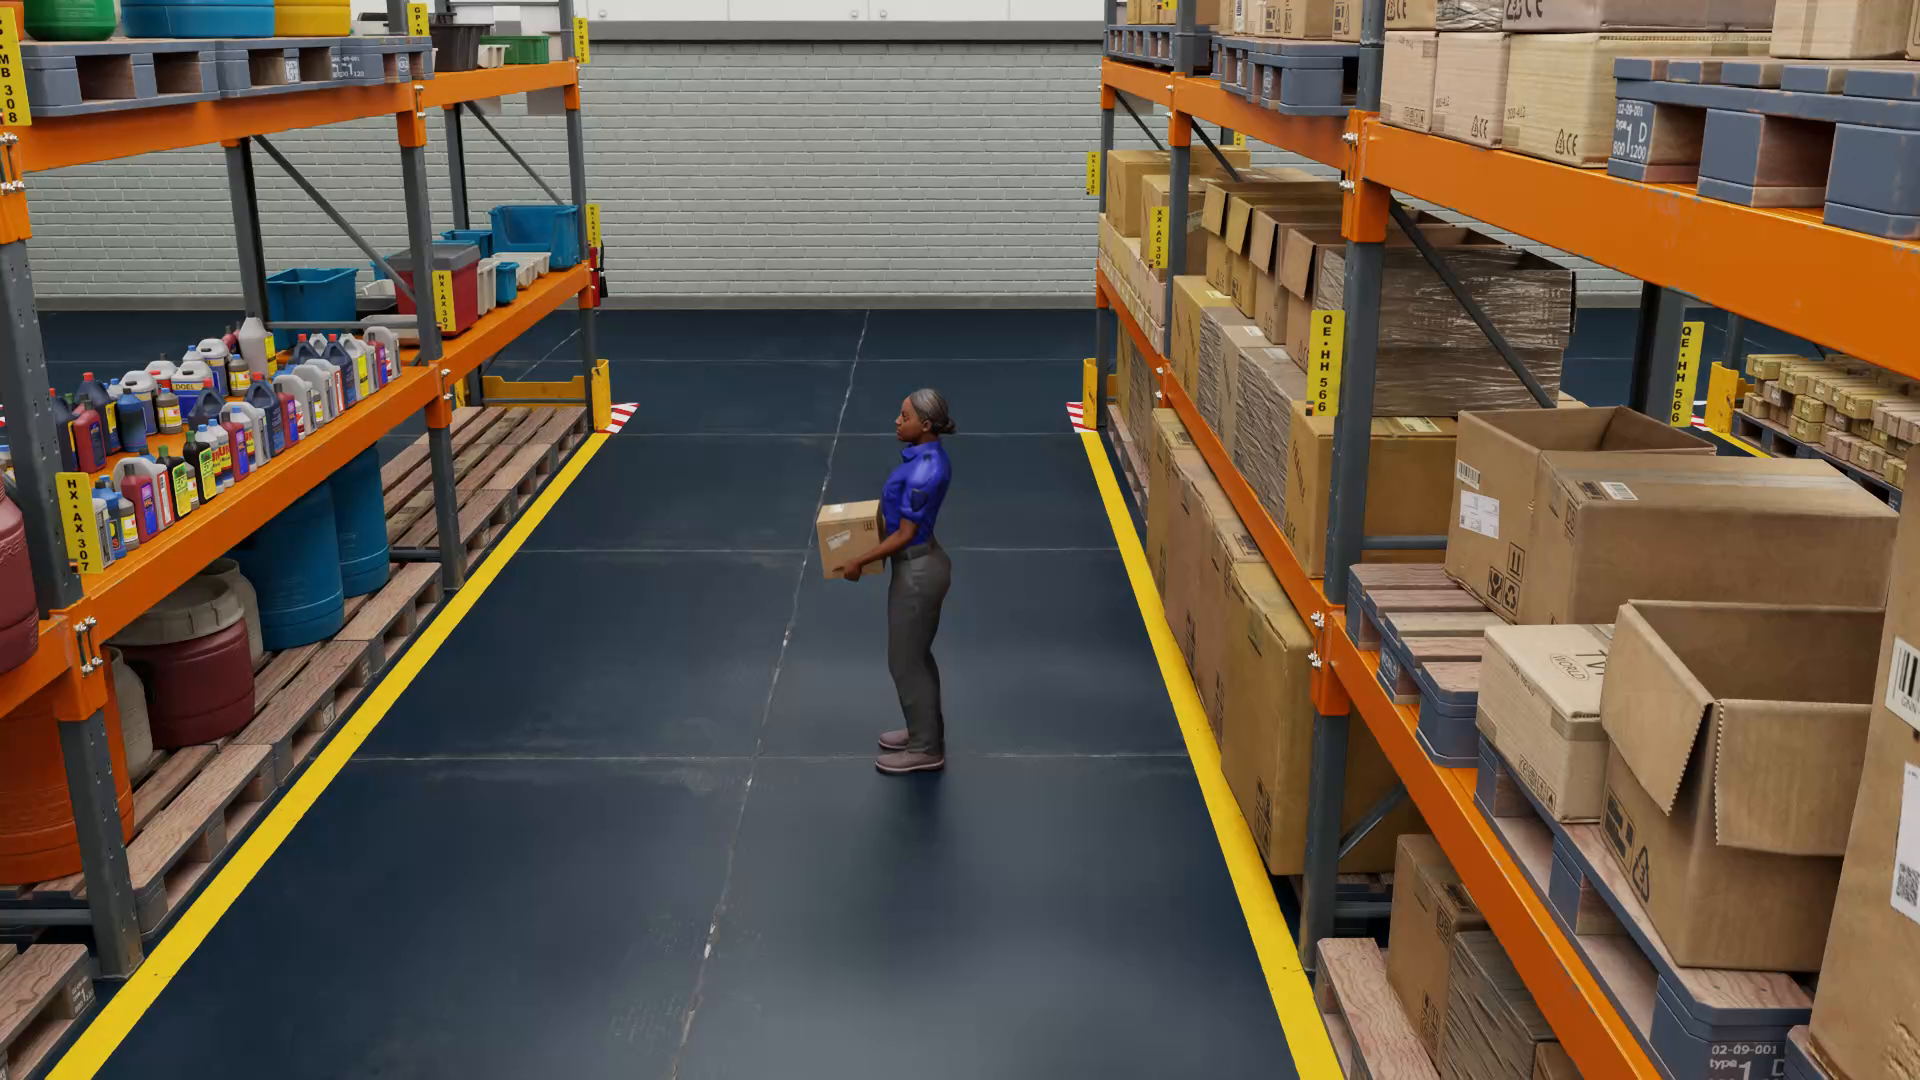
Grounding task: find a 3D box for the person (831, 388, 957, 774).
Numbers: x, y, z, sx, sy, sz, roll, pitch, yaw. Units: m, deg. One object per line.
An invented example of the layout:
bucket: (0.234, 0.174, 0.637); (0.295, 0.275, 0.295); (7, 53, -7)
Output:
person: (-0.272, 0.171, 7.049); (0.518, 1.635, 0.451); (0, 17, 1)
